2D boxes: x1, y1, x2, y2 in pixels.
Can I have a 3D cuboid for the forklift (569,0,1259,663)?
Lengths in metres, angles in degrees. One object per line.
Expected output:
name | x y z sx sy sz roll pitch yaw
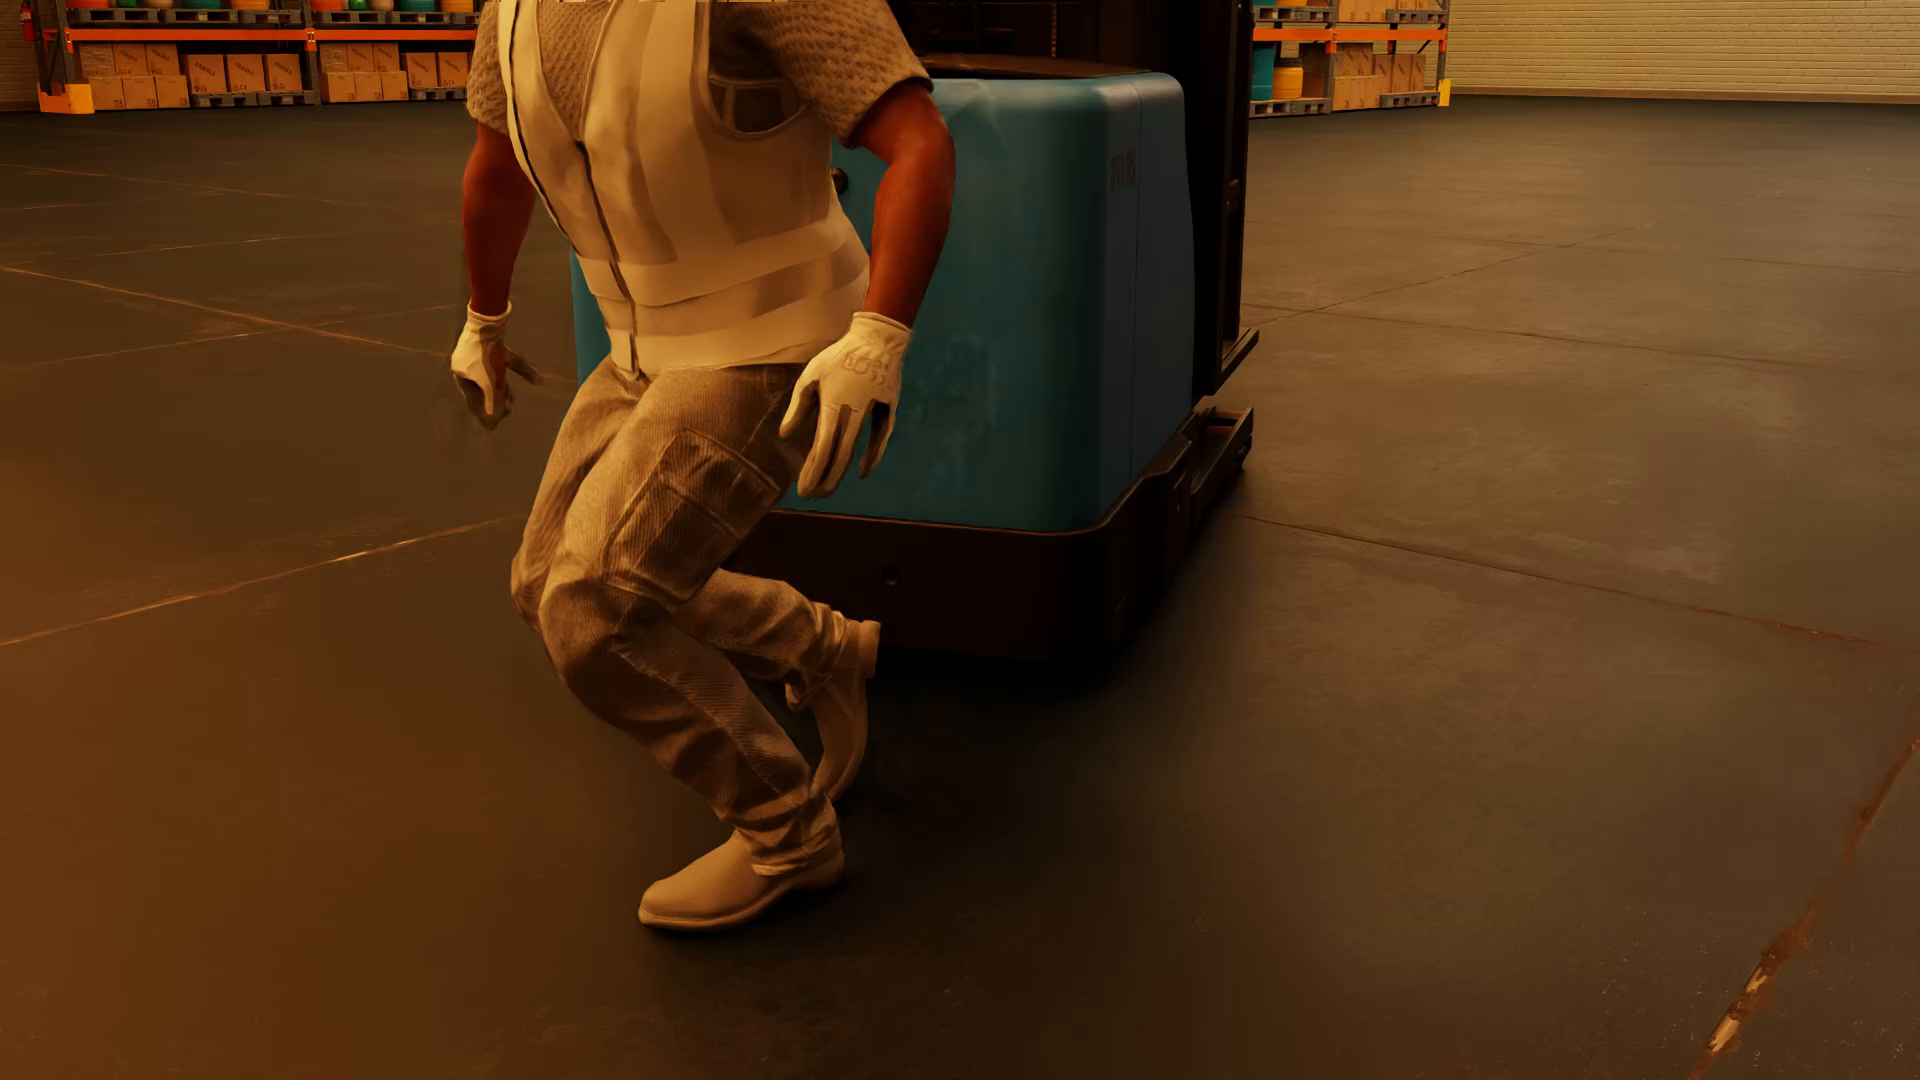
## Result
forklift | 0.182 -1.571 4.072 1.130 2.935 3.031 5 18 17

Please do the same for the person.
person | -0.332 -0.286 2.226 0.625 1.576 0.913 -13 21 -36
